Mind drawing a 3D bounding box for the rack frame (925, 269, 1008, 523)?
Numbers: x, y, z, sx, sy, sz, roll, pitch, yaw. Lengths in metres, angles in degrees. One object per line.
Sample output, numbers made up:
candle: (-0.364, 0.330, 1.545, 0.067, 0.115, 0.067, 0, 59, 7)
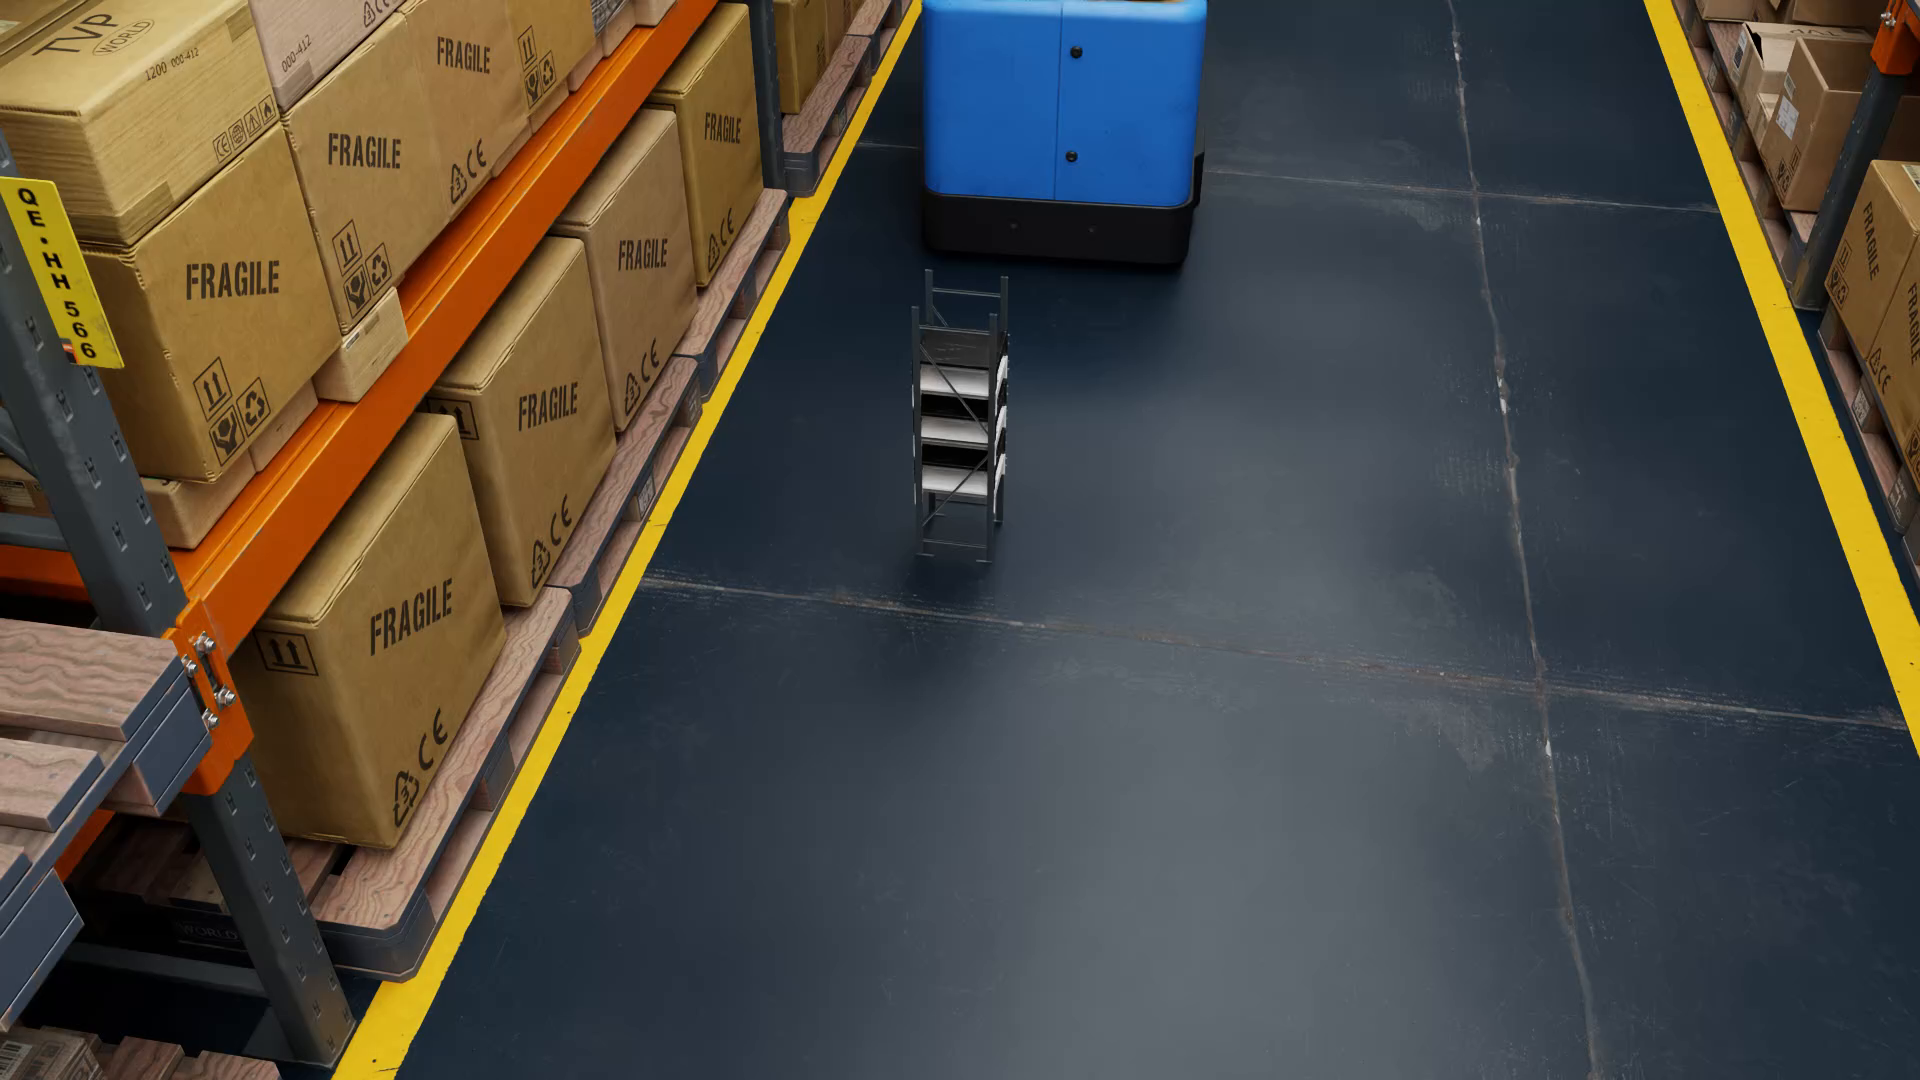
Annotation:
rack frame: (0.019, -0.416, 5.047, 0.240, 0.900, 0.006, 6, 40, 8)

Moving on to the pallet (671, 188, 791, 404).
pallet: (-1.276, -0.984, 6.274, 1.003, 0.211, 1.213, 6, 40, 8)

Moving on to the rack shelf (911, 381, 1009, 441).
rack shelf: (0.001, -0.396, 4.933, 0.258, 0.077, 0.200, 6, 40, 8)

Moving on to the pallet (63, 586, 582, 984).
pallet: (-1.698, 0.548, 4.422, 1.003, 0.211, 1.213, 6, 40, 8)

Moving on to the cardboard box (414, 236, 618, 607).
cardboard box: (-1.494, -0.370, 4.701, 0.750, 0.750, 0.750, 6, 40, 7)

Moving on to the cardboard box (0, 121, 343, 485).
cardboard box: (-1.572, -0.478, 3.147, 0.500, 0.500, 0.500, 8, 40, 9)

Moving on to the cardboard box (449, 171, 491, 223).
cardboard box: (-1.428, -0.943, 4.218, 0.380, 0.149, 0.250, 7, 40, 8)

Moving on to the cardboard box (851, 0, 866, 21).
cardboard box: (-0.805, -2.844, 7.968, 0.700, 0.500, 0.500, 7, 40, 9)

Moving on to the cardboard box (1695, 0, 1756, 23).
cardboard box: (3.809, -2.690, 7.962, 0.500, 0.250, 0.500, 6, 40, 8)

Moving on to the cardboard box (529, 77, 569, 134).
cardboard box: (-1.316, -1.261, 4.602, 0.380, 0.149, 0.250, 8, 40, 9)

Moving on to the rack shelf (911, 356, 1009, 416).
rack shelf: (0.001, -0.465, 4.876, 0.258, 0.077, 0.200, 6, 40, 8)

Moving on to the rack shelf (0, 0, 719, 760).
rack shelf: (-1.562, -1.019, 4.692, 1.077, 0.370, 4.000, 6, 40, 8)

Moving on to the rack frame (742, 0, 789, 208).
rack frame: (-1.216, -2.551, 5.981, 1.000, 3.000, 0.127, 6, 40, 8)

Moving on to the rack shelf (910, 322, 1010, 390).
rack shelf: (0.001, -0.534, 4.819, 0.258, 0.077, 0.200, 6, 40, 8)

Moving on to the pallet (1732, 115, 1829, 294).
pallet: (3.783, -1.363, 6.733, 1.003, 0.211, 1.213, 6, 40, 8)

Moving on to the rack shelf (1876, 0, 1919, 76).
rack shelf: (3.317, -0.475, 4.035, 1.077, 0.370, 4.000, 6, 40, 8)

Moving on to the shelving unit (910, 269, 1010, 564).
shelving unit: (0.001, -0.352, 4.969, 0.258, 0.900, 0.210, 6, 40, 8)

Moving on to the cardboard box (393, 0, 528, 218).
cardboard box: (-1.386, -1.117, 3.919, 0.500, 0.500, 0.500, 6, 40, 7)

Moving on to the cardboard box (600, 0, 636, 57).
cardboard box: (-1.201, -1.582, 4.990, 0.380, 0.149, 0.250, 6, 40, 8)

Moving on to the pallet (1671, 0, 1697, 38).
pallet: (4.205, -2.894, 8.585, 1.003, 0.211, 1.213, 6, 40, 8)

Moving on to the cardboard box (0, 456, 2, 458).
cardboard box: (-2.104, -0.184, 3.300, 0.380, 0.149, 0.250, 7, 40, 8)

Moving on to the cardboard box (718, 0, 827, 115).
cardboard box: (-0.986, -2.207, 7.198, 0.700, 0.500, 0.500, 7, 40, 8)

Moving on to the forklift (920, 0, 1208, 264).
forklift: (0.542, -3.130, 6.736, 1.130, 2.935, 3.031, 4, 40, 5)

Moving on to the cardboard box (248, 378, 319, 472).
cardboard box: (-1.571, -0.290, 3.428, 0.380, 0.149, 0.250, 7, 40, 8)

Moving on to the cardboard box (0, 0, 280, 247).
cardboard box: (-1.571, -0.765, 2.905, 0.500, 0.250, 0.500, 7, 40, 9)

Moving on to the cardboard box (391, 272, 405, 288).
cardboard box: (-1.520, -0.619, 3.826, 0.380, 0.149, 0.250, 6, 40, 7)

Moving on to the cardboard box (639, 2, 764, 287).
cardboard box: (-1.201, -1.462, 6.022, 0.750, 0.750, 0.750, 7, 40, 8)

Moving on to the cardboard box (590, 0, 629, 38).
cardboard box: (-1.222, -1.759, 4.696, 0.500, 0.500, 0.500, 6, 40, 8)

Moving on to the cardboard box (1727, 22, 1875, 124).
cardboard box: (3.612, -2.000, 7.080, 0.500, 0.311, 0.500, 6, 40, 8)

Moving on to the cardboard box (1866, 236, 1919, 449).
cardboard box: (3.258, -0.601, 5.239, 0.500, 0.500, 0.500, 7, 40, 8)

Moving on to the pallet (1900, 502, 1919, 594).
pallet: (3.351, 0.350, 4.661, 1.003, 0.211, 1.213, 6, 40, 8)

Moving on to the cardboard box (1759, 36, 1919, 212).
cardboard box: (3.482, -1.602, 6.450, 0.500, 0.500, 0.500, 6, 40, 8)

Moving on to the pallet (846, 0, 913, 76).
pallet: (-0.799, -2.713, 8.365, 1.003, 0.211, 1.213, 6, 40, 8)

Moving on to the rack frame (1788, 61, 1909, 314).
rack frame: (3.663, -2.007, 5.324, 1.000, 3.000, 0.127, 6, 40, 8)
